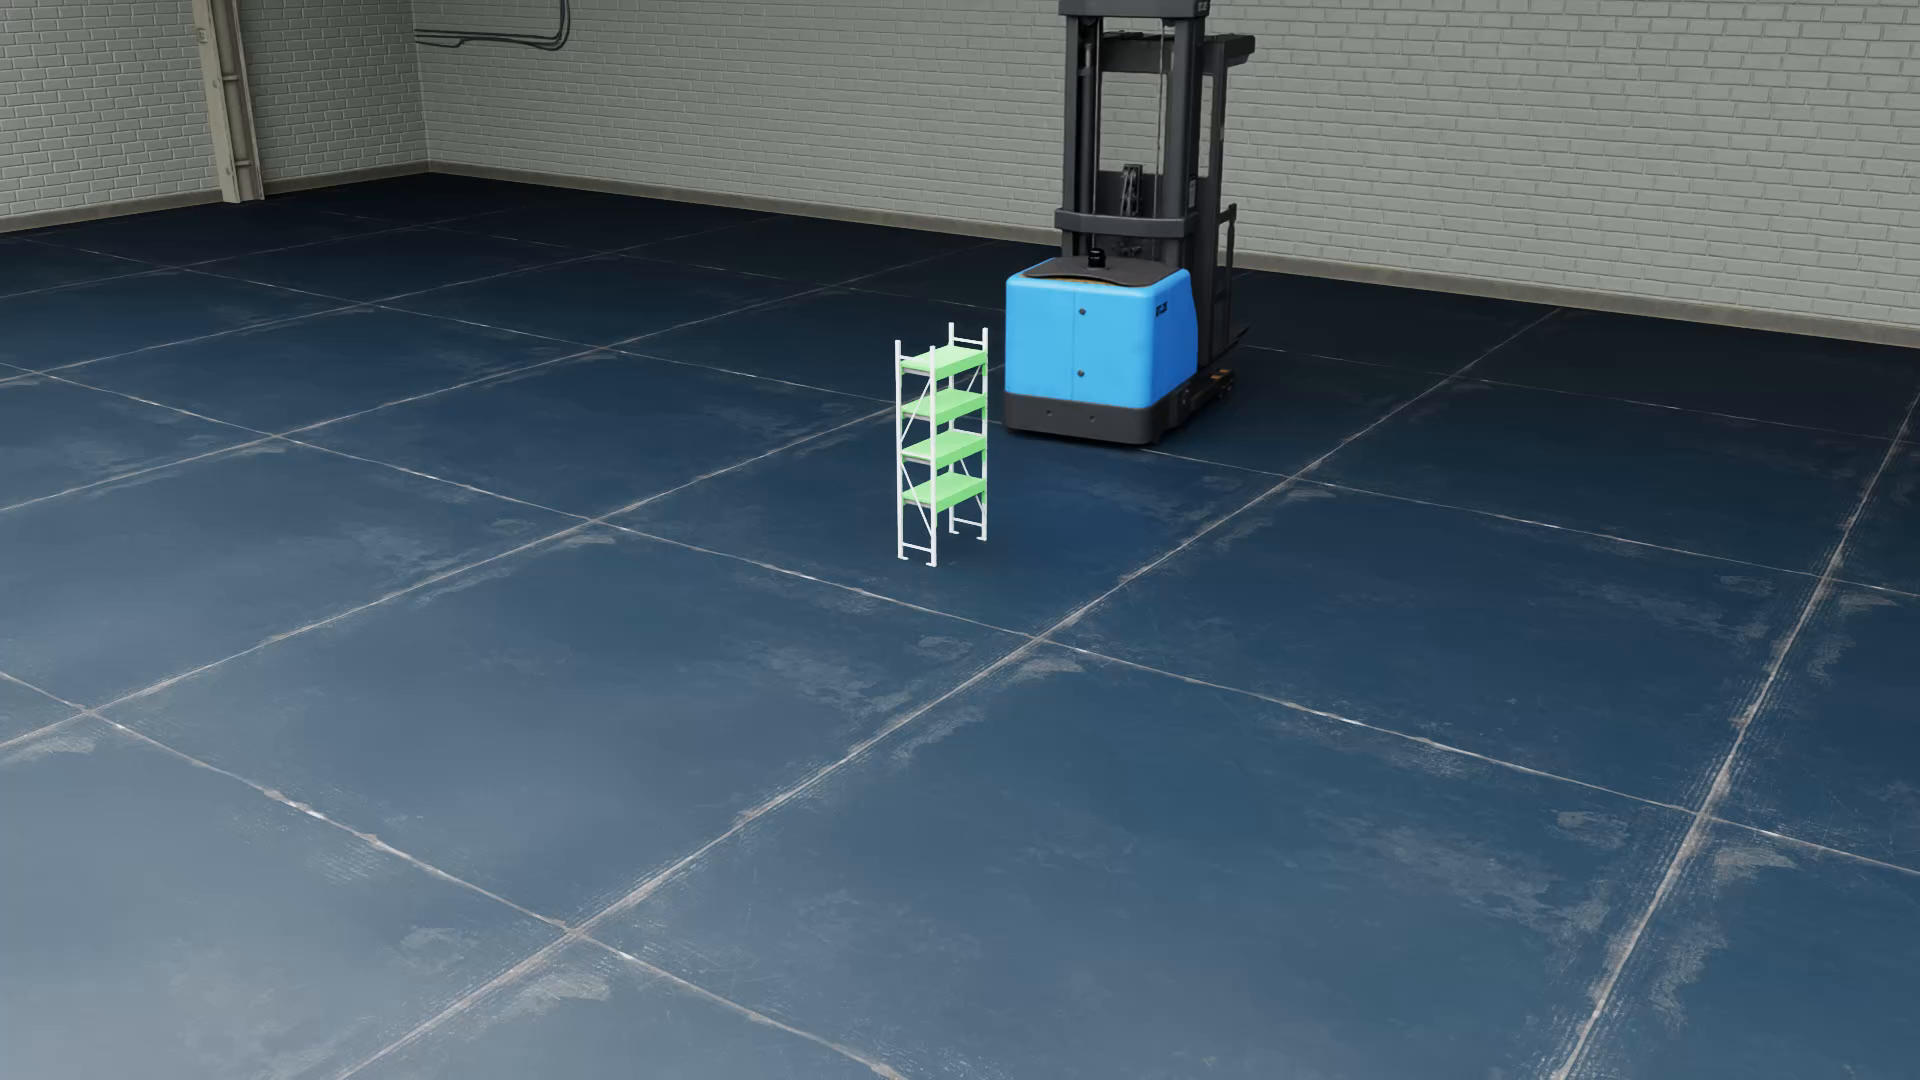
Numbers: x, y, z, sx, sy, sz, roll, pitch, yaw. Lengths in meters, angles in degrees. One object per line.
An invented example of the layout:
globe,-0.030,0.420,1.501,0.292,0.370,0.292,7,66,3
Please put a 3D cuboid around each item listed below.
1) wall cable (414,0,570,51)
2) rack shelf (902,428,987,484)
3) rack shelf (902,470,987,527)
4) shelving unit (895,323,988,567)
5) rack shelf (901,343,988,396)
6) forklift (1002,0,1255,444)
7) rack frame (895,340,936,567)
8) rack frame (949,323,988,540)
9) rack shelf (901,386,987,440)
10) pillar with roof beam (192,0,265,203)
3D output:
wall cable,-6.174,-7.587,21.281,3.097,2.526,0.112,13,24,32
rack shelf,-0.093,-0.455,8.951,0.258,0.148,0.480,13,24,32
rack shelf,-0.093,-0.230,9.034,0.258,0.148,0.480,13,24,32
shelving unit,-0.093,-0.515,8.928,0.258,1.200,0.503,13,24,32
rack shelf,-0.093,-0.906,8.784,0.258,0.148,0.480,13,24,32
forklift,1.370,-2.463,11.698,1.130,2.935,3.031,9,22,24
rack frame,-0.230,-0.445,8.739,0.240,1.200,0.015,13,24,32
rack frame,0.044,-0.585,9.118,0.240,1.200,0.015,13,24,32
rack shelf,-0.093,-0.680,8.867,0.258,0.148,0.480,13,24,32
pillar with roof beam,-5.364,-7.617,16.885,9.100,9.000,0.400,13,24,32
